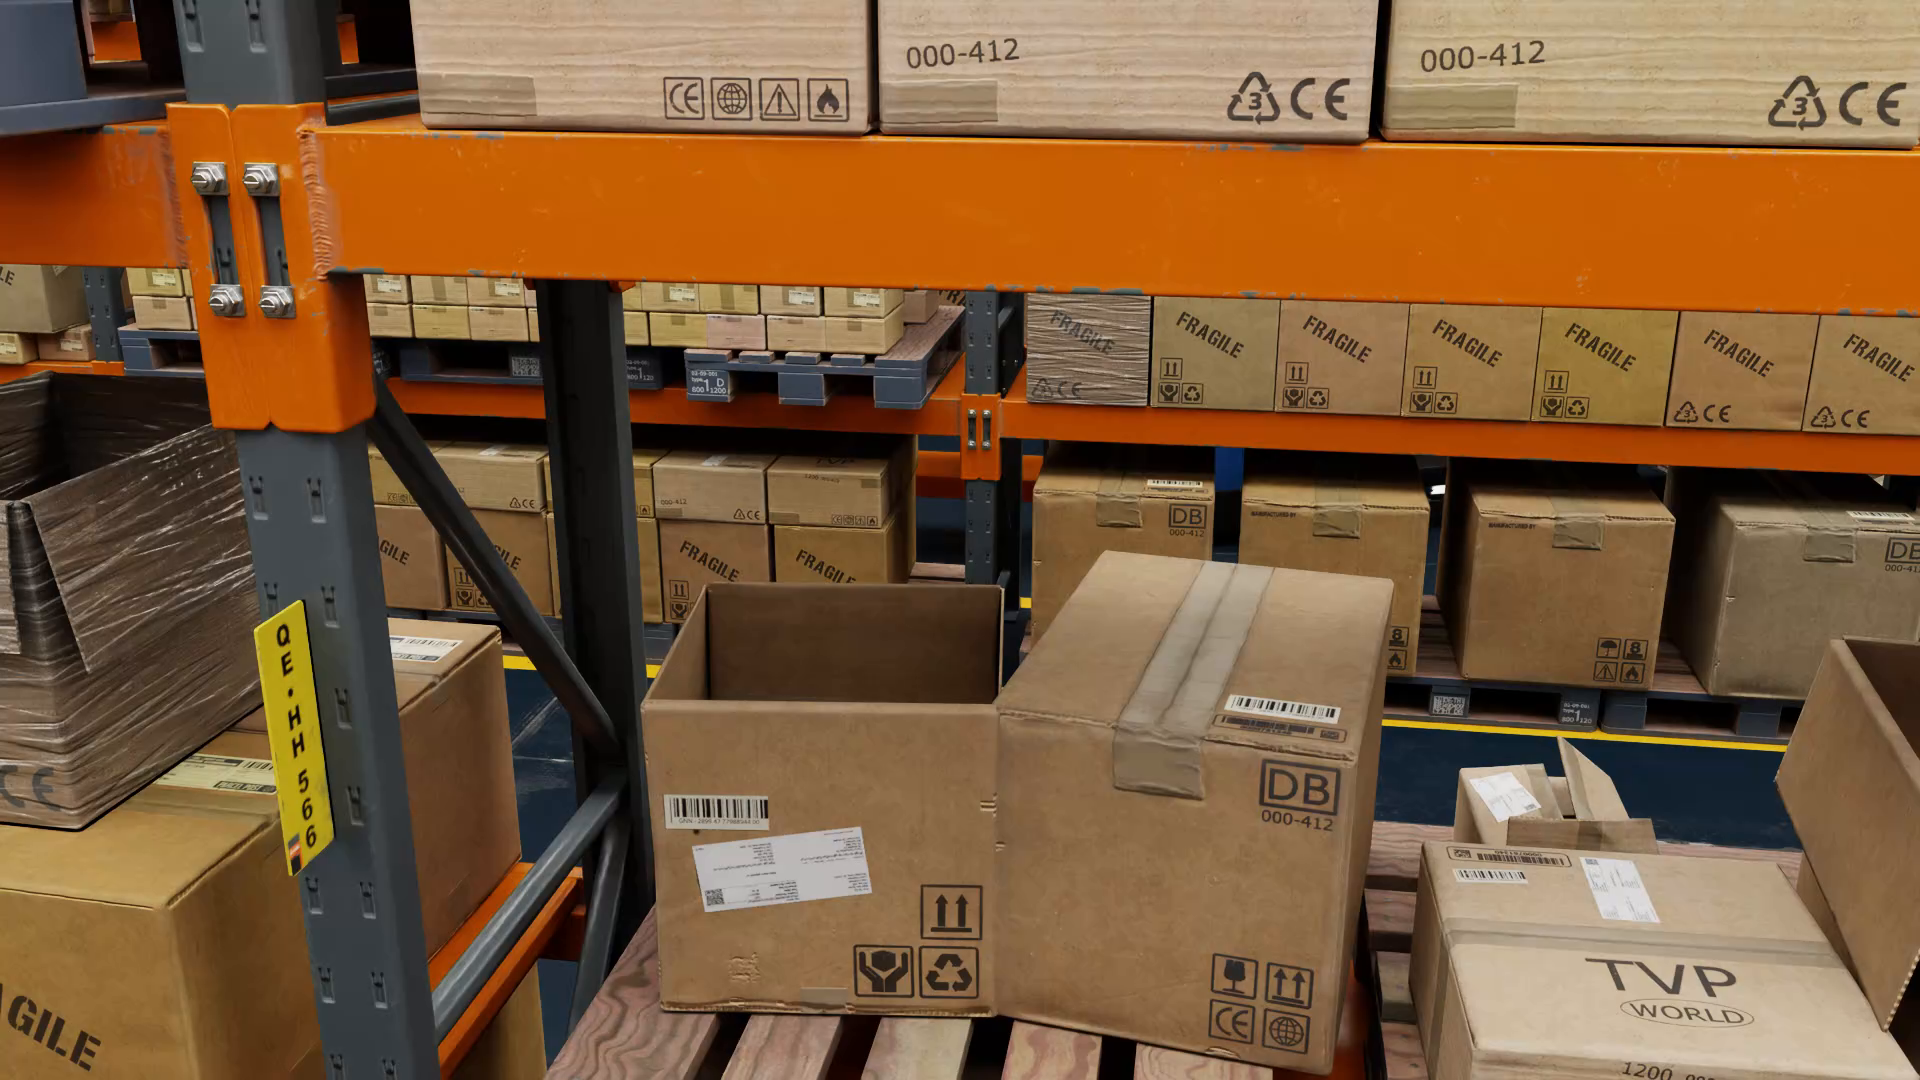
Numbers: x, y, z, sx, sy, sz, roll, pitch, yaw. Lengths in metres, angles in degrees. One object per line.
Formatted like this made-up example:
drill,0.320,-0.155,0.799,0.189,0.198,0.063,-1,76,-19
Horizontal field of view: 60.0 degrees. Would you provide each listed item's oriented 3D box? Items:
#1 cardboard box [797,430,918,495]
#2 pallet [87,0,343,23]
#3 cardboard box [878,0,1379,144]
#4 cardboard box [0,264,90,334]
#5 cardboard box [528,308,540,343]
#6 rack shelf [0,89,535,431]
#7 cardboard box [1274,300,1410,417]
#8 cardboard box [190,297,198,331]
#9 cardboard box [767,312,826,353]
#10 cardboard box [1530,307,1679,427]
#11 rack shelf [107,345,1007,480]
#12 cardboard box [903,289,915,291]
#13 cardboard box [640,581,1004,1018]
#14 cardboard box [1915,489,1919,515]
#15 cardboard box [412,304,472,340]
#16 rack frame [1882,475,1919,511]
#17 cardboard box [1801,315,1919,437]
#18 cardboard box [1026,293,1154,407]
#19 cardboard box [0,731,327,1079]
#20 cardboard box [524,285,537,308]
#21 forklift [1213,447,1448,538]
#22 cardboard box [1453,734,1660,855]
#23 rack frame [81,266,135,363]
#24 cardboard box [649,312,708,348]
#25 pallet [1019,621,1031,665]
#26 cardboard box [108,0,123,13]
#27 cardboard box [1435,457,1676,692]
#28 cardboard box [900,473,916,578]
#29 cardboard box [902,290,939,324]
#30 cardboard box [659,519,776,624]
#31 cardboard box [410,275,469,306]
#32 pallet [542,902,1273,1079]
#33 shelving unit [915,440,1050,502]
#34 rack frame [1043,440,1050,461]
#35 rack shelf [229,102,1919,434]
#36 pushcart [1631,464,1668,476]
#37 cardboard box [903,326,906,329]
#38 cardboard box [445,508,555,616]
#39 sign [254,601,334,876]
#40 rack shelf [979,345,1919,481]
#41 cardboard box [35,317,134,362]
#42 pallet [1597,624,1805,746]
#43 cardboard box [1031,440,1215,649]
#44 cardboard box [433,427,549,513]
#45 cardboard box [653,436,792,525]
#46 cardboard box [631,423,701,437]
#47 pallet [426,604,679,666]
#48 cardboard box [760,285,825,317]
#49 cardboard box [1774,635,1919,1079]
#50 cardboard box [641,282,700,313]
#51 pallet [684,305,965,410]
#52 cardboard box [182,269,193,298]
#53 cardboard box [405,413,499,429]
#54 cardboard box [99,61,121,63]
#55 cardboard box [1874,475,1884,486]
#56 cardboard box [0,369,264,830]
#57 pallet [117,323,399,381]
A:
cardboard box,-0.480,-0.411,7.900,0.500,0.250,0.500,2,19,6
pallet,-3.195,-2.402,7.322,1.003,0.211,1.213,3,19,9
cardboard box,0.206,-0.604,1.891,0.500,0.250,0.500,3,19,10
cardboard box,-4.310,-1.257,7.706,0.500,0.500,0.500,3,19,9
cardboard box,-1.663,-0.958,7.174,0.250,0.149,0.380,3,19,10
rack shelf,-2.699,-0.564,2.669,4.000,0.370,1.077,3,19,9
cardboard box,1.563,-0.821,6.873,0.500,0.500,0.500,3,19,9
cardboard box,-3.197,-1.037,7.408,0.250,0.149,0.380,3,19,10
cardboard box,-0.643,-0.905,7.015,0.250,0.149,0.380,3,19,9
cardboard box,2.556,-0.771,6.722,0.500,0.500,0.500,3,19,9
rack shelf,-1.813,-0.691,7.774,4.000,0.370,1.077,3,19,9
cardboard box,-0.283,-1.240,7.546,0.250,0.149,0.380,4,19,11
cardboard box,-0.185,0.386,2.604,0.500,0.500,0.500,1,19,2
cardboard box,5.686,-0.305,9.207,0.503,0.637,0.797,3,19,9
cardboard box,-2.181,-0.985,7.253,0.250,0.149,0.380,3,19,8
rack frame,4.112,-0.730,6.757,0.127,3.000,1.000,3,19,9
cardboard box,3.554,-0.720,6.570,0.500,0.500,0.500,3,19,8
cardboard box,0.563,-0.871,7.023,0.500,0.500,0.500,3,19,9
cardboard box,-1.251,0.623,2.556,0.500,0.500,0.500,4,19,10
cardboard box,-1.672,-1.099,7.125,0.250,0.149,0.380,3,19,10
forklift,2.440,-1.621,9.528,3.031,2.935,1.130,-5,19,-15
cardboard box,0.965,0.481,2.687,0.258,0.266,0.396,2,19,7
rack frame,-3.787,-1.133,7.961,0.127,3.000,1.000,3,19,9
cardboard box,-1.142,-0.932,7.094,0.250,0.149,0.380,3,19,8
pallet,0.929,0.454,7.612,1.213,0.211,1.003,3,19,9
cardboard box,-4.202,-2.590,7.825,0.500,0.250,0.500,4,19,11
cardboard box,2.532,0.085,7.205,0.750,0.750,1.050,3,19,9
cardboard box,-0.496,-0.060,8.034,0.500,0.500,0.500,2,19,6
cardboard box,-0.248,-1.097,7.588,0.250,0.149,0.380,3,19,8
cardboard box,-1.041,0.077,7.625,0.500,0.500,0.500,4,19,11
cardboard box,-2.175,-1.125,7.204,0.250,0.149,0.380,3,19,8
pallet,-0.004,0.711,2.753,1.003,0.211,1.213,3,19,9
shelving unit,-0.007,-0.534,9.126,1.048,1.125,0.538,3,19,9
rack frame,0.495,-0.508,9.049,0.032,1.125,0.500,3,19,9
rack shelf,1.250,-0.363,2.067,4.000,0.370,1.077,3,19,9
pushcart,4.485,-0.325,9.681,0.936,0.377,1.648,-3,19,-10
cardboard box,-0.701,-1.786,12.599,0.875,0.875,0.875,3,19,9
cardboard box,-2.058,0.022,7.787,0.500,0.500,0.500,3,19,10
sign,-0.809,0.243,2.026,0.005,0.325,0.100,3,19,9
rack shelf,2.137,-0.489,7.172,4.000,0.370,1.077,3,19,9
cardboard box,-4.106,-0.954,7.824,0.250,0.149,0.380,3,19,8
pallet,3.338,0.577,7.245,1.213,0.211,1.003,3,19,9
cardboard box,0.749,-0.005,7.473,0.750,0.750,1.050,3,19,8
cardboard box,-2.071,-0.329,7.654,0.500,0.250,0.500,4,19,11
cardboard box,-1.055,-0.275,7.493,0.500,0.250,0.500,3,19,9
cardboard box,-1.468,-0.466,8.063,0.500,0.250,0.500,3,19,9
pallet,-1.810,0.289,8.106,1.213,0.211,1.003,3,19,9
cardboard box,-0.662,-1.047,6.972,0.250,0.149,0.380,4,19,11
cardboard box,1.499,0.512,2.220,0.637,0.503,0.797,5,19,14
cardboard box,-1.169,-1.073,7.047,0.250,0.149,0.380,3,19,9
pallet,-0.558,-0.843,7.397,1.003,0.211,1.213,3,19,9
cardboard box,-3.215,-1.177,7.360,0.250,0.149,0.380,3,19,8
cardboard box,-2.506,-0.514,8.207,0.500,0.250,0.500,4,19,11
cardboard box,-6.236,-3.574,12.503,0.250,0.149,0.380,4,19,10
cardboard box,5.261,-0.276,9.709,0.396,0.266,0.258,-11,21,-29
cardboard box,-1.444,0.053,2.680,0.637,0.503,0.797,4,19,11
pallet,-3.056,-0.958,7.740,1.213,0.211,1.003,3,19,9
